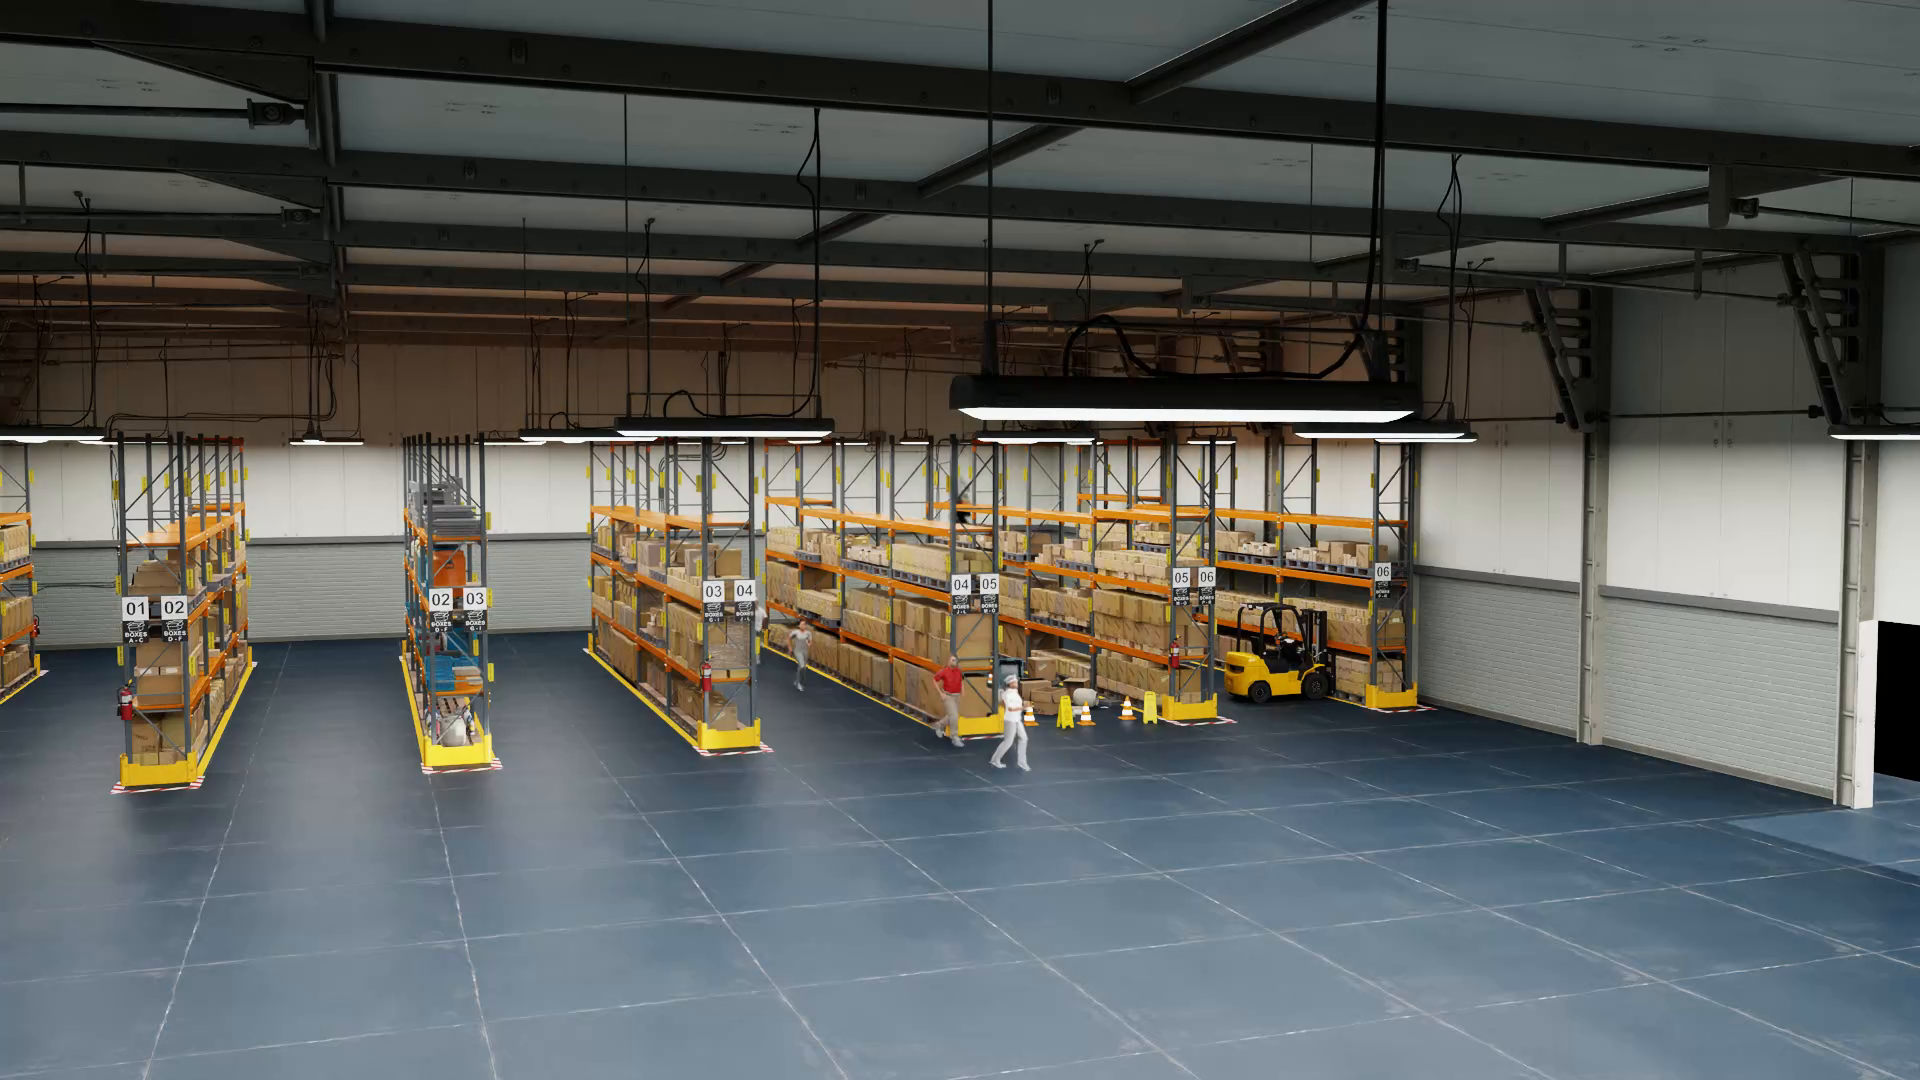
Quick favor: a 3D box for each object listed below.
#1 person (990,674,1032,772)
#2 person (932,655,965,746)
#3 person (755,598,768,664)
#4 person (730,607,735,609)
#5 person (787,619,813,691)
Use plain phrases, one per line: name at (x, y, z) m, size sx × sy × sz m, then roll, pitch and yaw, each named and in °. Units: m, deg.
person at (0.909, 3.245, 29.416) m, size 0.742 × 1.742 × 0.560 m, roll 1°, pitch 3°, yaw 14°
person at (-0.207, 3.094, 32.241) m, size 0.903 × 1.740 × 0.686 m, roll 3°, pitch 4°, yaw 41°
person at (-5.477, 2.414, 44.514) m, size 0.673 × 1.762 × 1.039 m, roll -2°, pitch 4°, yaw -26°
person at (-6.622, 2.271, 47.688) m, size 0.643 × 1.653 × 0.636 m, roll 1°, pitch 3°, yaw 10°
person at (-3.754, 2.712, 39.292) m, size 0.527 × 1.690 × 0.792 m, roll -2°, pitch 4°, yaw -31°
